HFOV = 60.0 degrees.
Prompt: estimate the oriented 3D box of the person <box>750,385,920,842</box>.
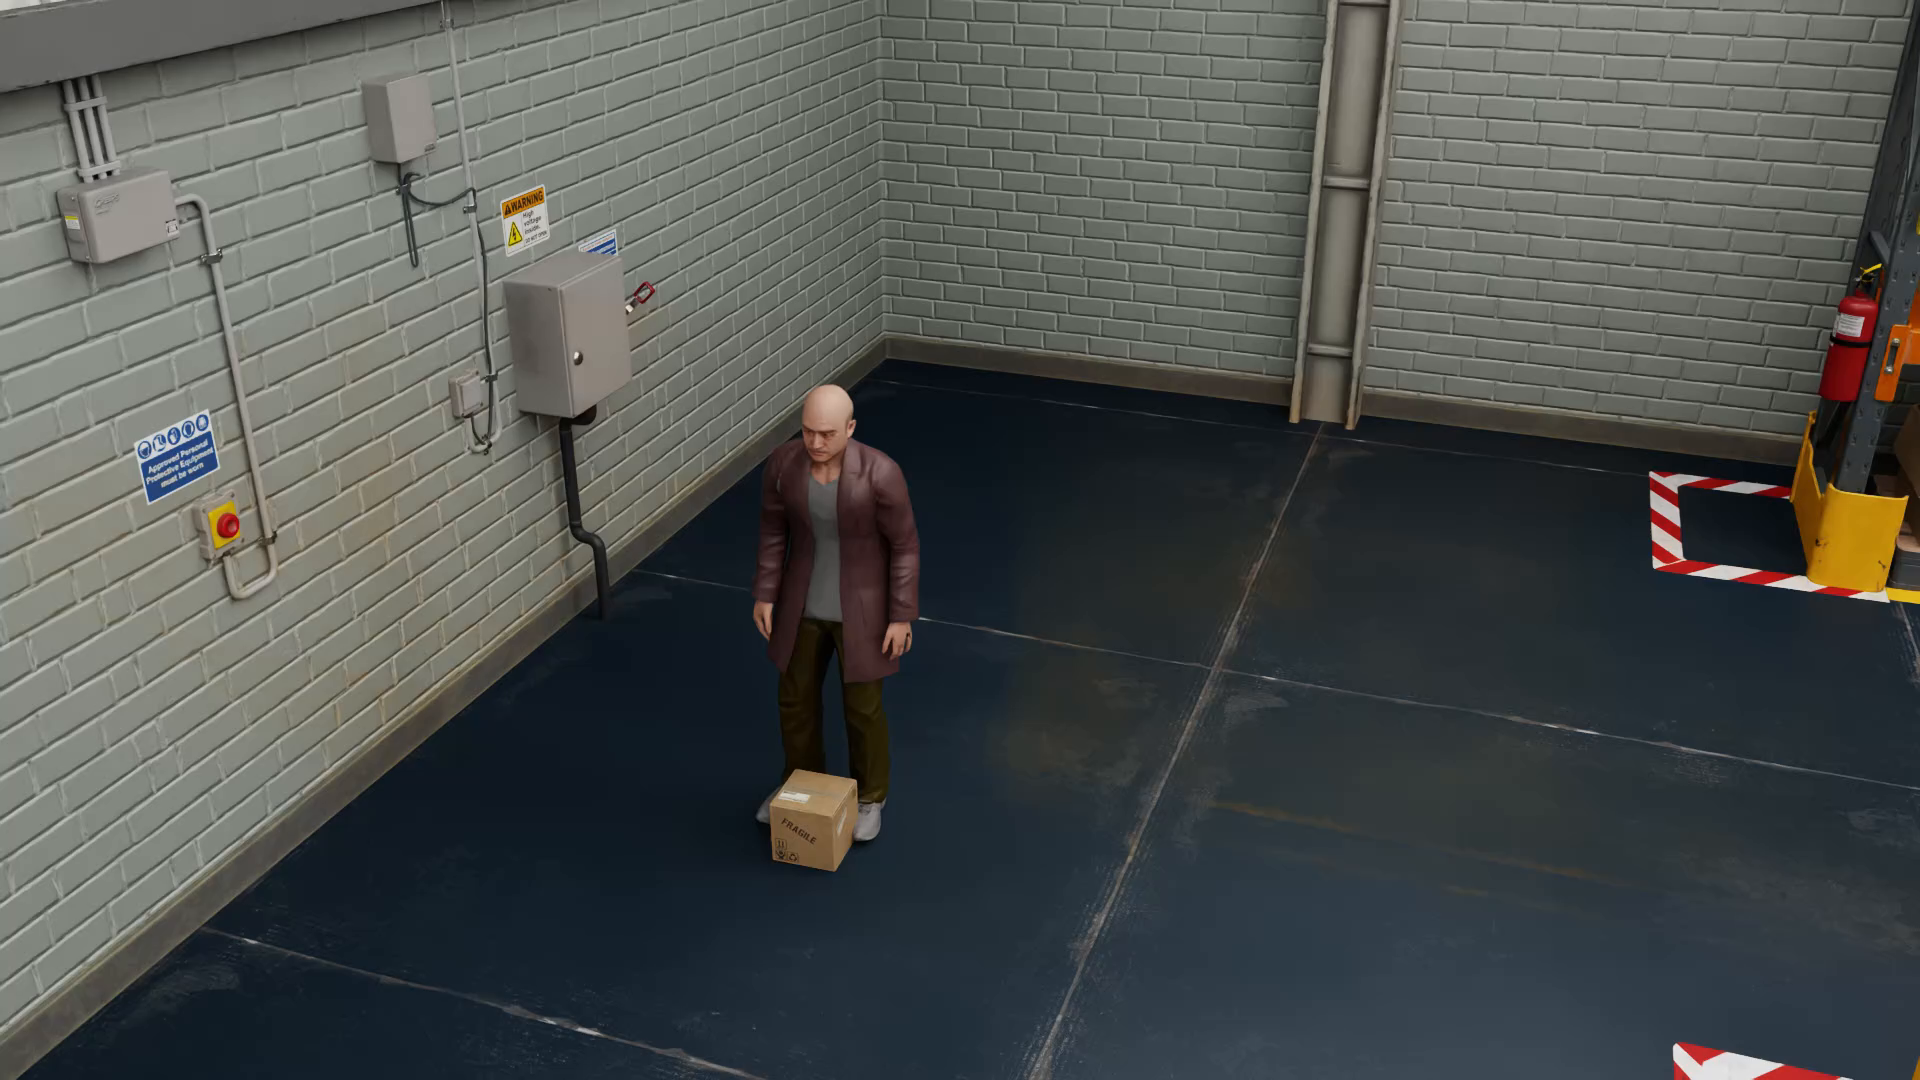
[{"bbox_3d":[-0.457,0.254,6.091,0.654,1.774,0.416,8,27,16],"label":"person"}]
